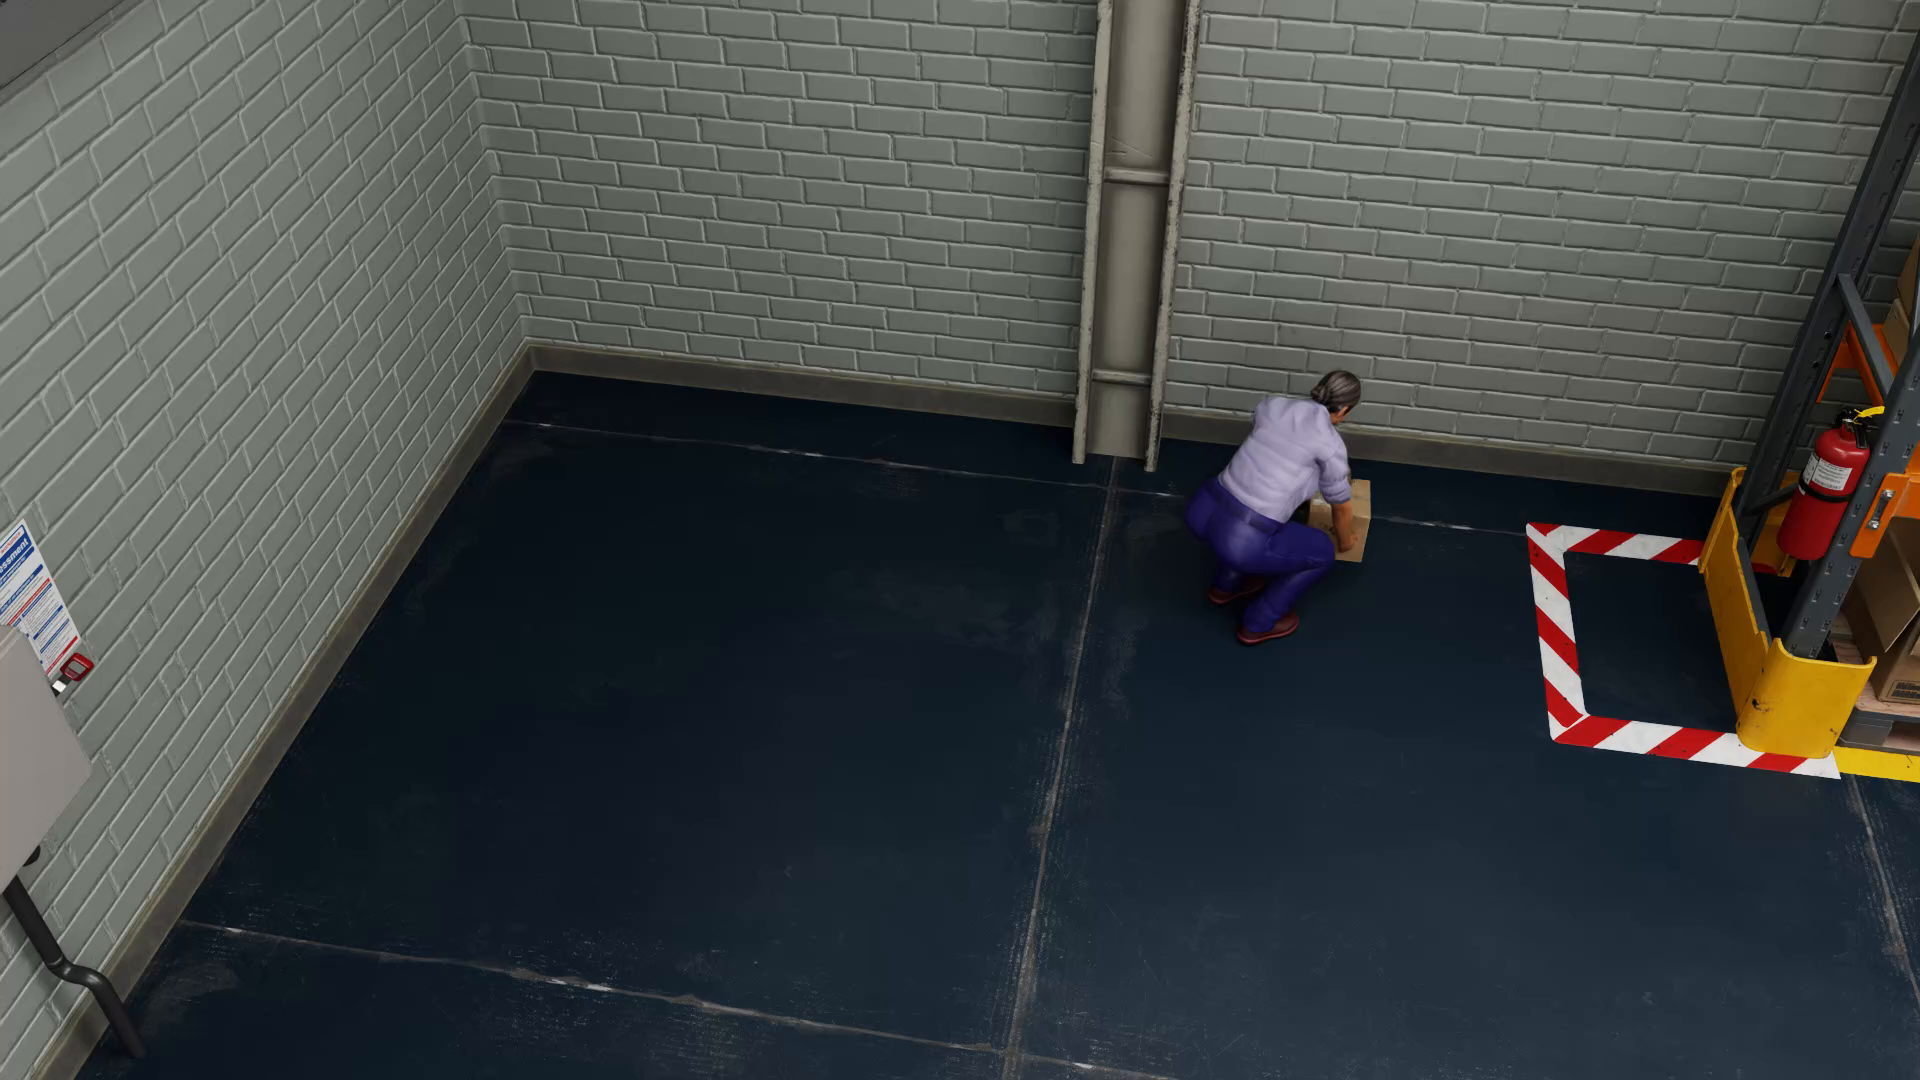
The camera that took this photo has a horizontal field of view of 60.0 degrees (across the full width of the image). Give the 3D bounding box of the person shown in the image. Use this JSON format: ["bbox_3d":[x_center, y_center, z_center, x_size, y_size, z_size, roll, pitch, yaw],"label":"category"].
[{"bbox_3d":[1.266,-0.135,6.768,0.772,1.077,0.533,-21,45,-23],"label":"person"}]
